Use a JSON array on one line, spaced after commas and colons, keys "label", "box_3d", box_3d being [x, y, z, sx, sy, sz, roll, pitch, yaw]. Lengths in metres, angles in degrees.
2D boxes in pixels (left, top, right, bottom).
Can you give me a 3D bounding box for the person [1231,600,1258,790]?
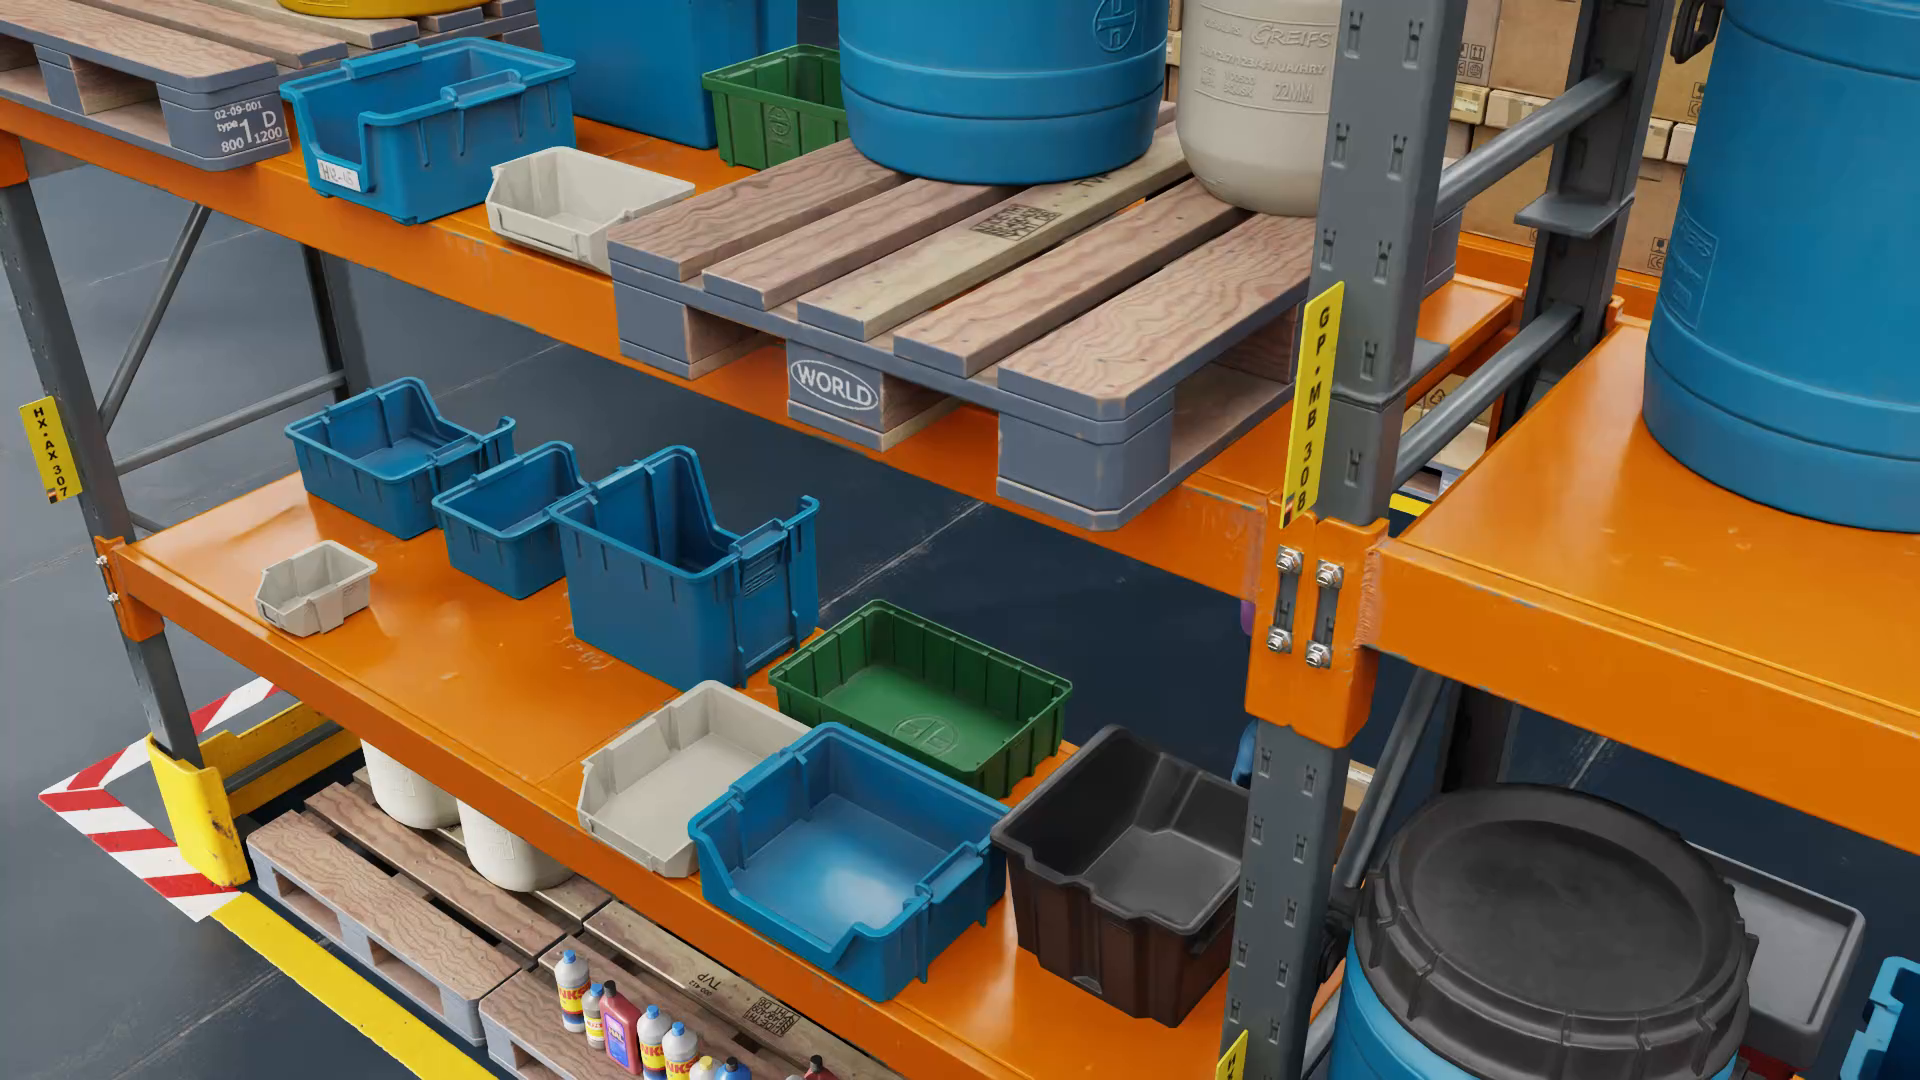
[{"label": "person", "box_3d": [1.134, 0.294, 5.659, 0.340, 1.594, 0.484, 20, 36, 29]}]
